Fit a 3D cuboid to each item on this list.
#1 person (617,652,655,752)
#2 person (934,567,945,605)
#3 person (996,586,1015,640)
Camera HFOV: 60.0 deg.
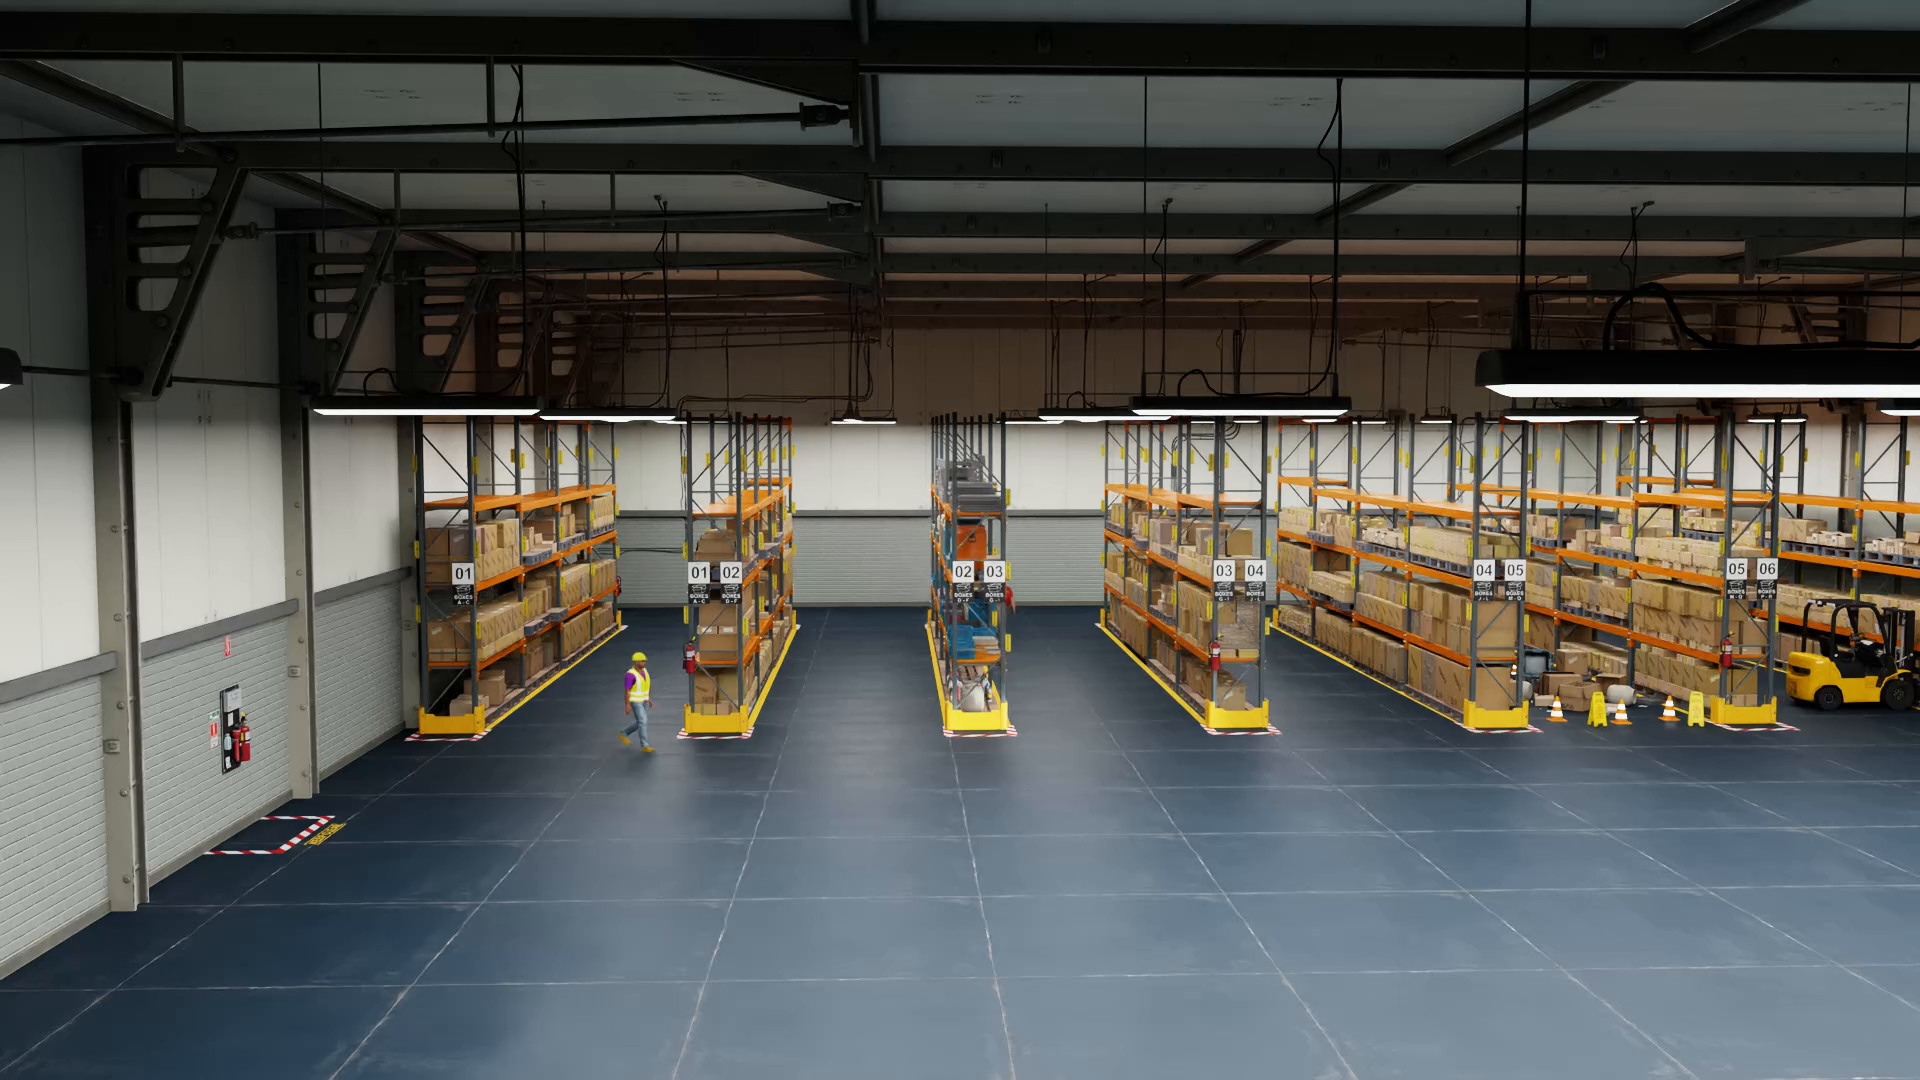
[{"bbox_3d":[-5.699,2.851,29.391,0.908,1.741,0.630,2,4,24],"label":"person"},{"bbox_3d":[-0.559,1.409,51.607,0.612,1.579,0.416,1,4,17],"label":"person"},{"bbox_3d":[1.191,1.872,44.202,0.555,1.750,0.792,-3,5,-34],"label":"person"}]
